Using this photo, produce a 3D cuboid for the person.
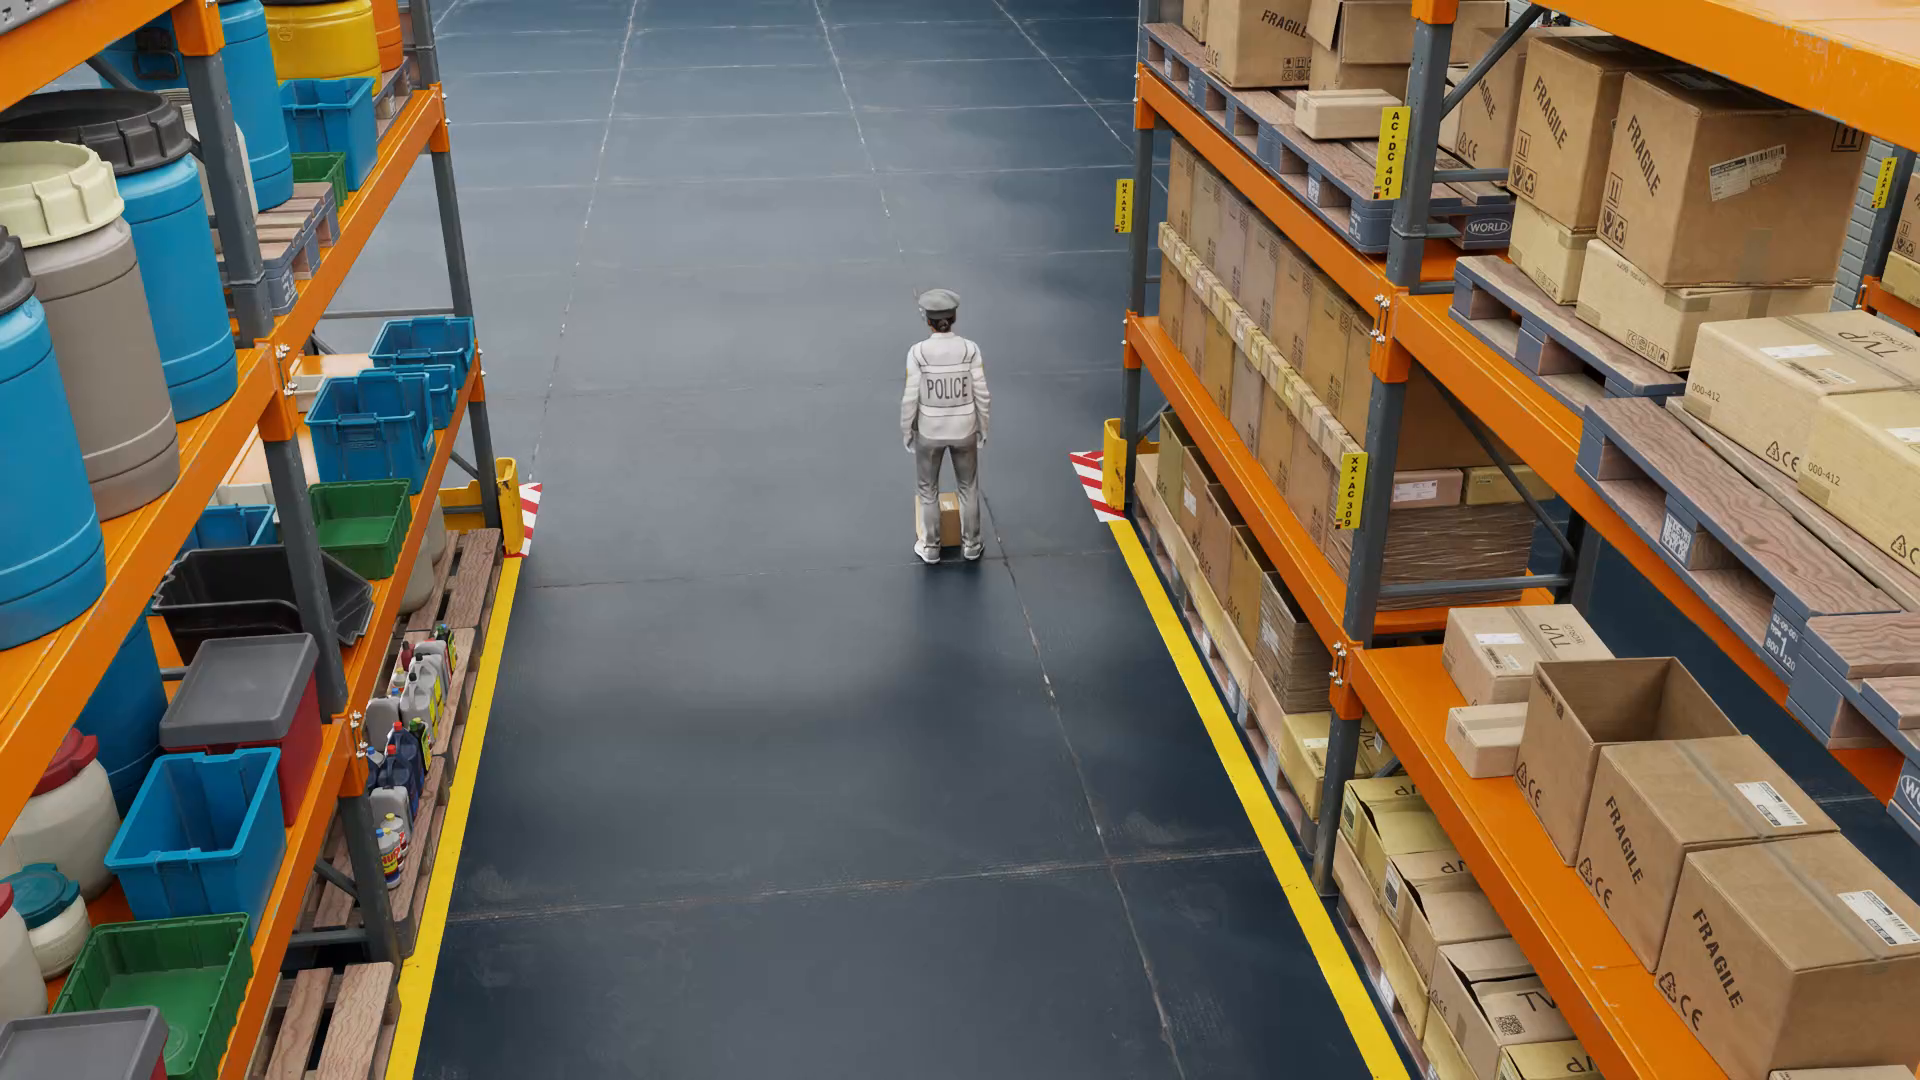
[{"bbox_3d":[-0.086,-0.642,9.858,0.526,1.663,0.375,-4,28,-7],"label":"person"}]
